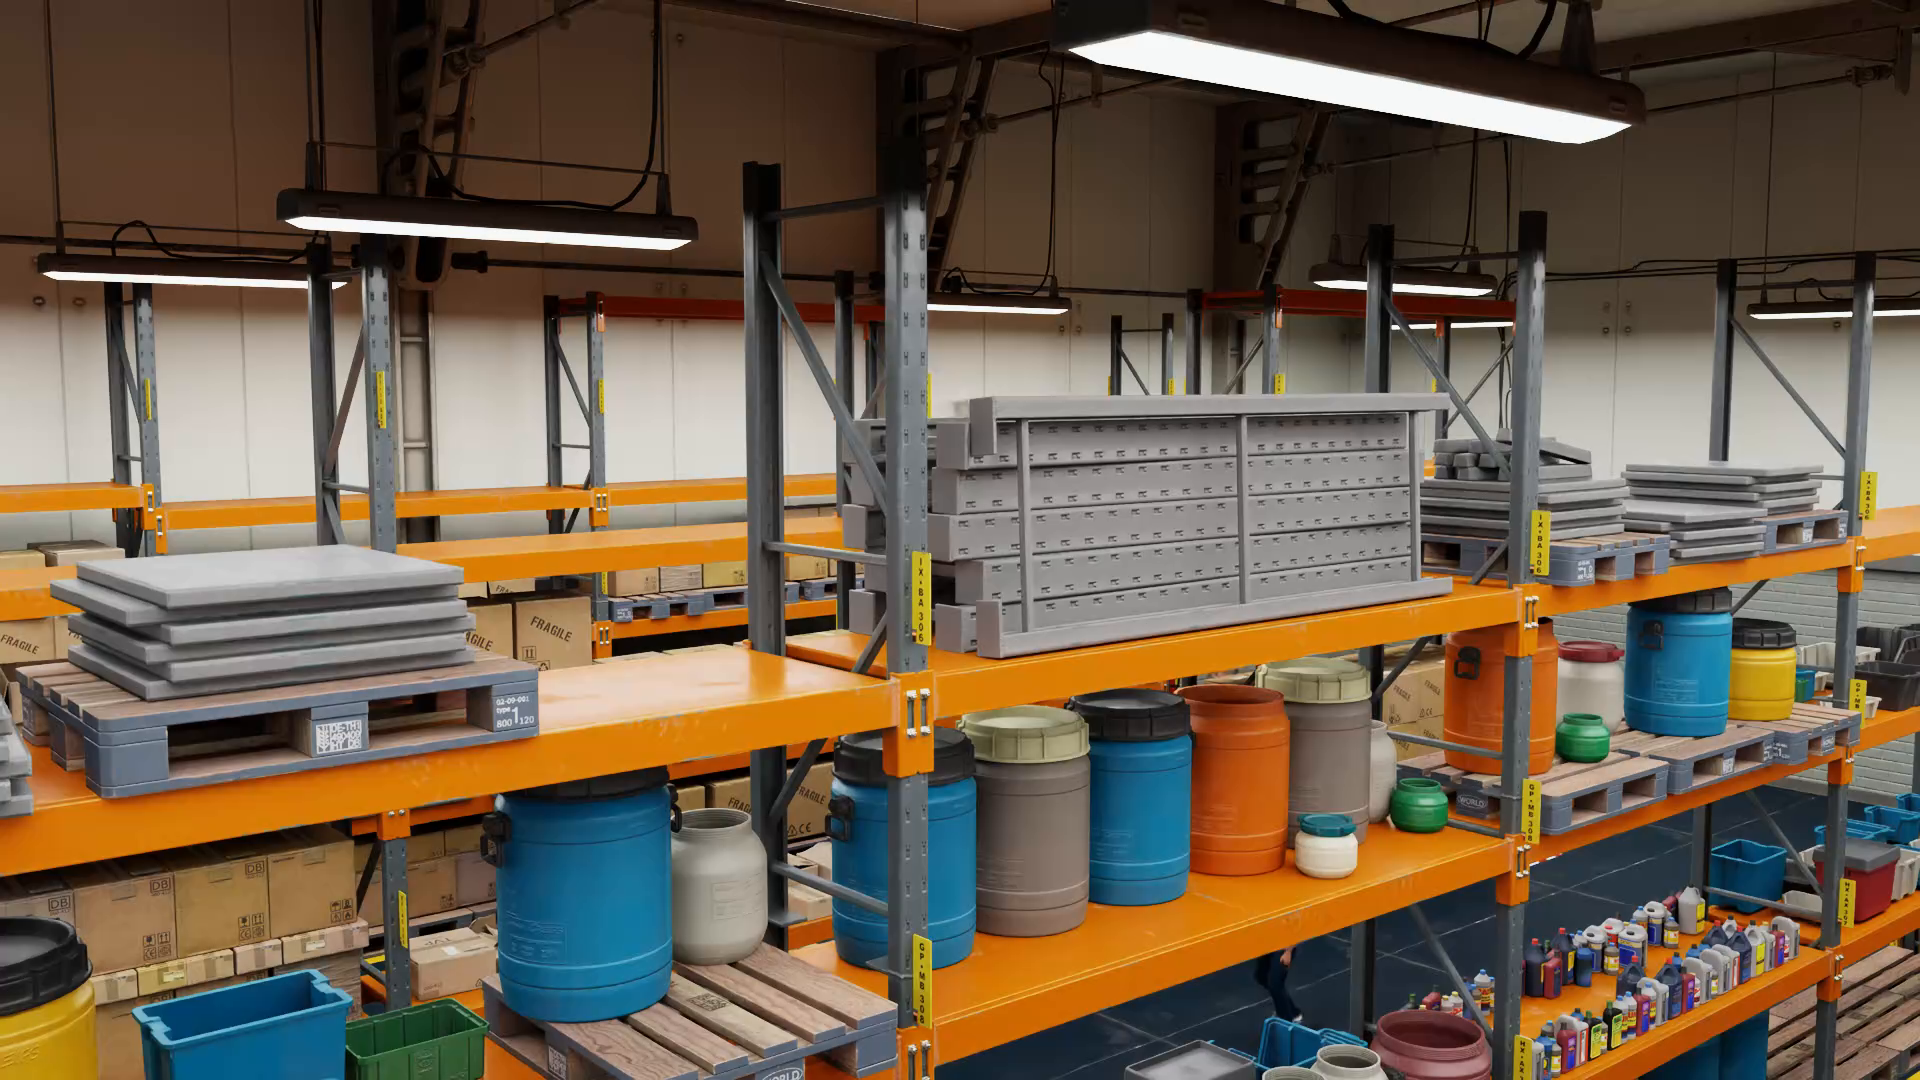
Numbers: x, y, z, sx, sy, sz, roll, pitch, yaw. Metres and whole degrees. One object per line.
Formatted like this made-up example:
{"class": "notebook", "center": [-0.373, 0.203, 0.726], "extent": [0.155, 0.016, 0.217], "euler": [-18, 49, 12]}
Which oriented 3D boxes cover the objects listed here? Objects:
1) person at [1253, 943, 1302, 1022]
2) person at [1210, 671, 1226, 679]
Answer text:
{"class": "person", "center": [2.514, 3.134, 12.976], "extent": [0.447, 1.578, 0.540], "euler": [-2, 6, -19]}
{"class": "person", "center": [3.302, 2.390, 20.374], "extent": [0.785, 1.732, 0.702], "euler": [4, 7, 33]}
